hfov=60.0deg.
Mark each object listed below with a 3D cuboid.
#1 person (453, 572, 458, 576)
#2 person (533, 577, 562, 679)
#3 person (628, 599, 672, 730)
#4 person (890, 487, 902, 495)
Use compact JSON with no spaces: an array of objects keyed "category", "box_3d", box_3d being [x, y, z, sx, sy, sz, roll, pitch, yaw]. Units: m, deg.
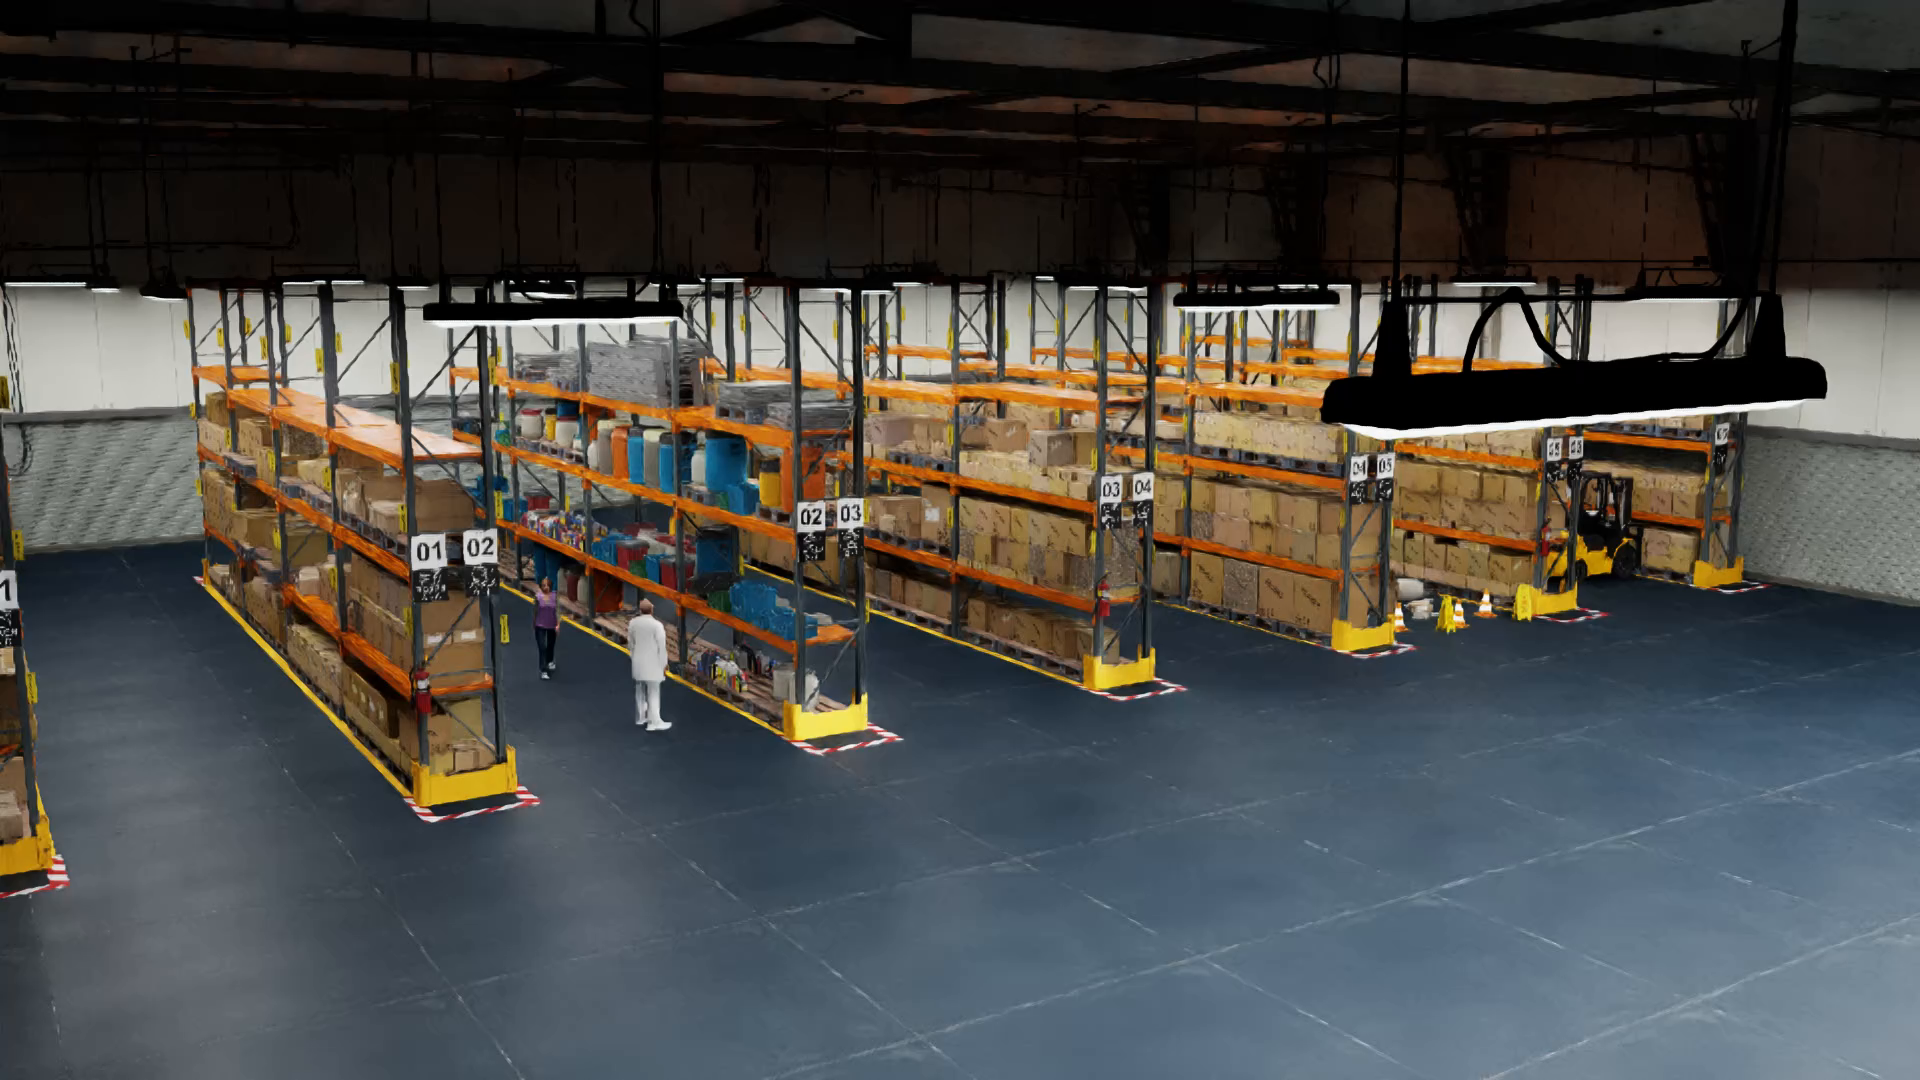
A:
[{"category":"person","box_3d":[-9.843,0.146,32.466,0.416,1.512,1.039,-6,11,-34]},{"category":"person","box_3d":[-6.331,1.310,25.532,0.408,1.533,0.961,-4,10,-23]},{"category":"person","box_3d":[-4.219,1.668,22.646,0.640,1.788,0.505,5,11,27]},{"category":"person","box_3d":[-1.298,-0.271,34.451,0.557,1.708,1.039,-6,11,-33]}]
